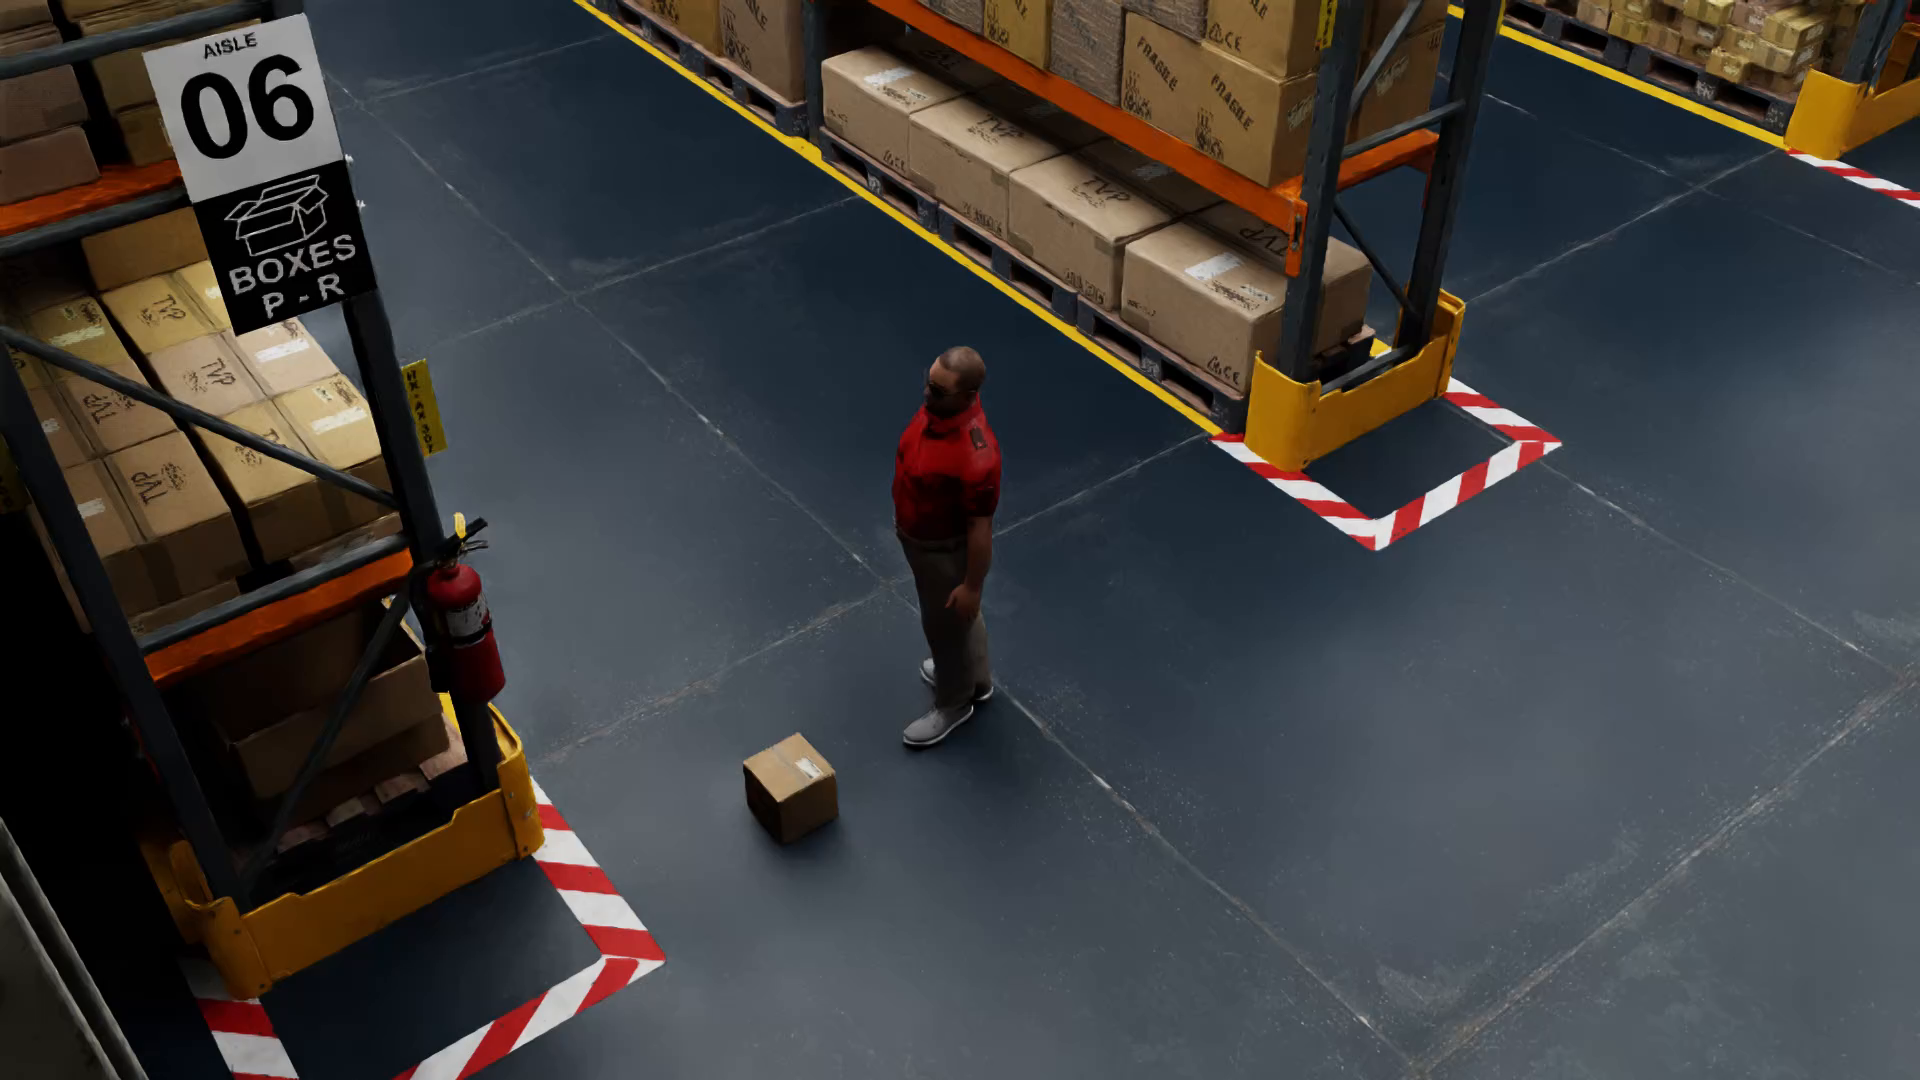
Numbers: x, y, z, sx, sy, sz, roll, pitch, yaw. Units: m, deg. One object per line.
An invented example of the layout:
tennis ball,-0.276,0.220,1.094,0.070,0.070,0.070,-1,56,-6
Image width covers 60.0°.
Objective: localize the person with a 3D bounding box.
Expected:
person,-0.061,0.013,6.140,0.411,1.726,0.591,-9,41,-11
